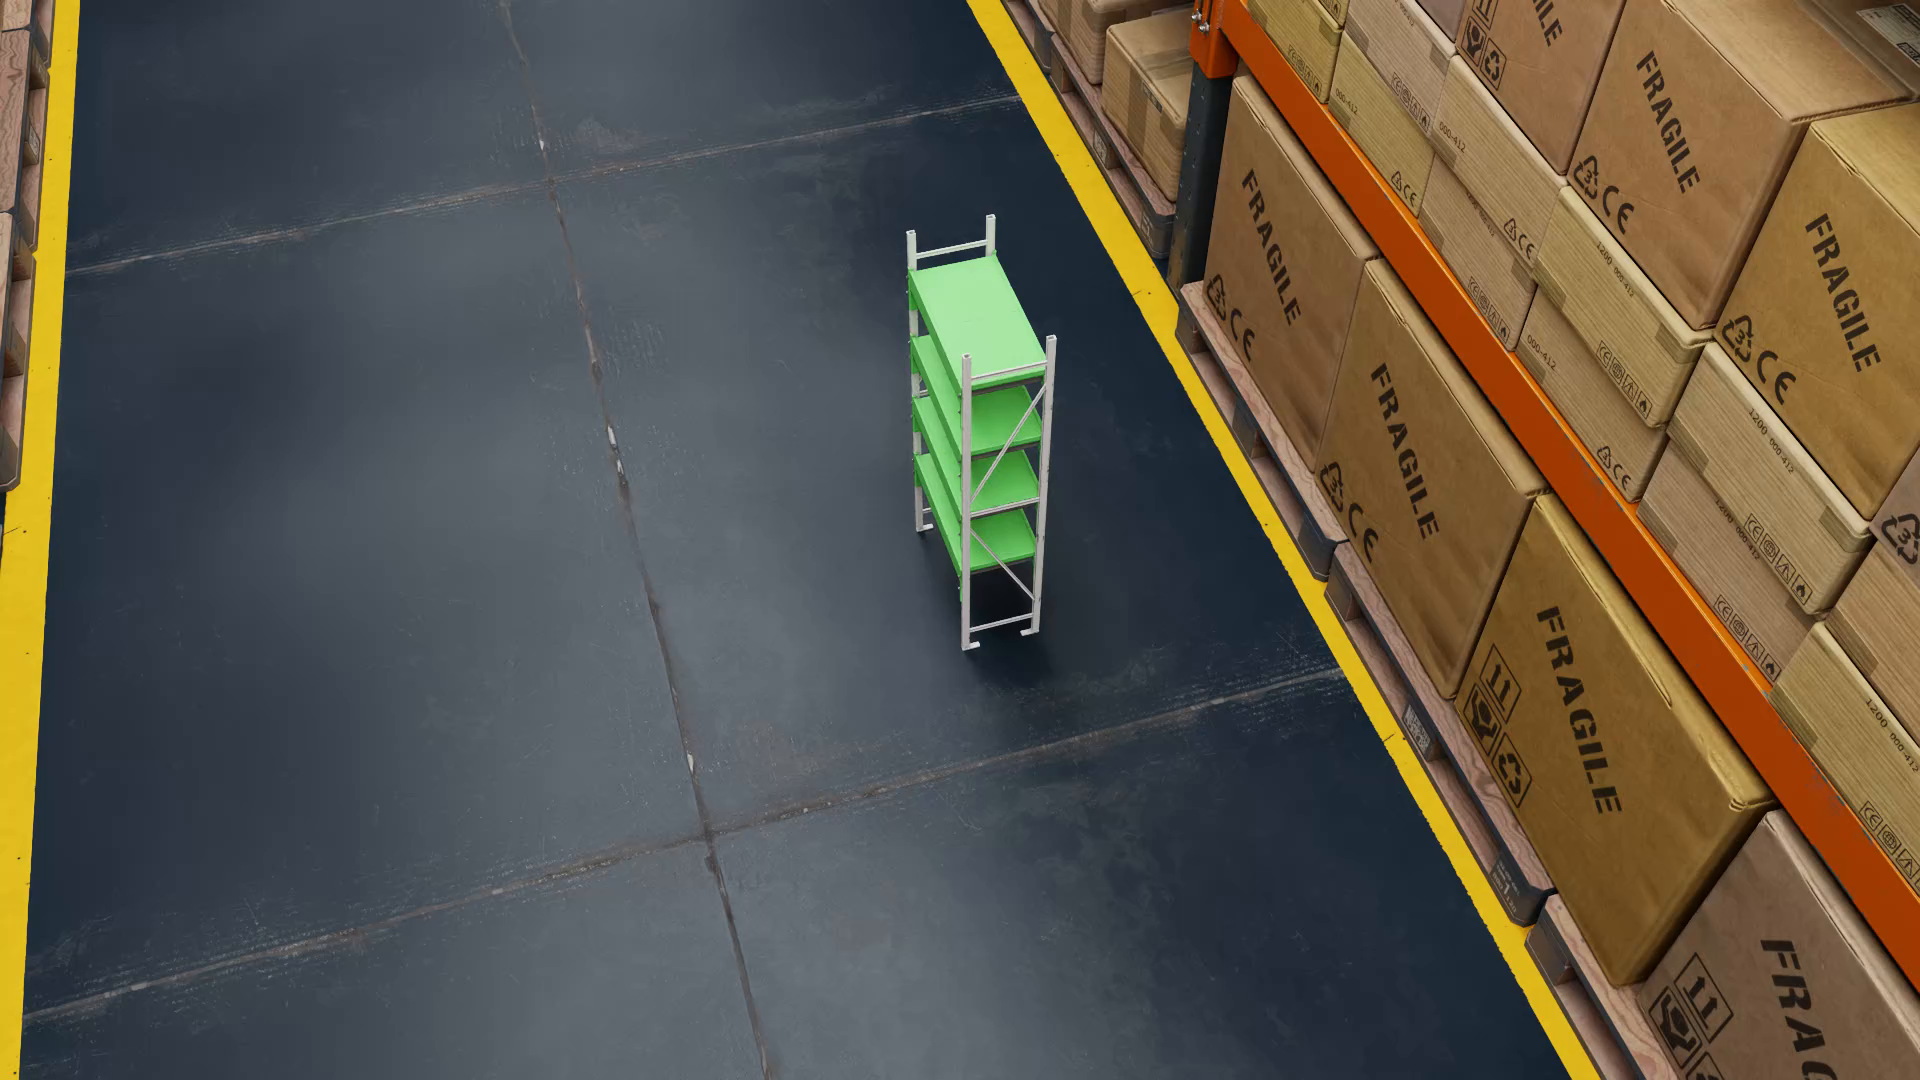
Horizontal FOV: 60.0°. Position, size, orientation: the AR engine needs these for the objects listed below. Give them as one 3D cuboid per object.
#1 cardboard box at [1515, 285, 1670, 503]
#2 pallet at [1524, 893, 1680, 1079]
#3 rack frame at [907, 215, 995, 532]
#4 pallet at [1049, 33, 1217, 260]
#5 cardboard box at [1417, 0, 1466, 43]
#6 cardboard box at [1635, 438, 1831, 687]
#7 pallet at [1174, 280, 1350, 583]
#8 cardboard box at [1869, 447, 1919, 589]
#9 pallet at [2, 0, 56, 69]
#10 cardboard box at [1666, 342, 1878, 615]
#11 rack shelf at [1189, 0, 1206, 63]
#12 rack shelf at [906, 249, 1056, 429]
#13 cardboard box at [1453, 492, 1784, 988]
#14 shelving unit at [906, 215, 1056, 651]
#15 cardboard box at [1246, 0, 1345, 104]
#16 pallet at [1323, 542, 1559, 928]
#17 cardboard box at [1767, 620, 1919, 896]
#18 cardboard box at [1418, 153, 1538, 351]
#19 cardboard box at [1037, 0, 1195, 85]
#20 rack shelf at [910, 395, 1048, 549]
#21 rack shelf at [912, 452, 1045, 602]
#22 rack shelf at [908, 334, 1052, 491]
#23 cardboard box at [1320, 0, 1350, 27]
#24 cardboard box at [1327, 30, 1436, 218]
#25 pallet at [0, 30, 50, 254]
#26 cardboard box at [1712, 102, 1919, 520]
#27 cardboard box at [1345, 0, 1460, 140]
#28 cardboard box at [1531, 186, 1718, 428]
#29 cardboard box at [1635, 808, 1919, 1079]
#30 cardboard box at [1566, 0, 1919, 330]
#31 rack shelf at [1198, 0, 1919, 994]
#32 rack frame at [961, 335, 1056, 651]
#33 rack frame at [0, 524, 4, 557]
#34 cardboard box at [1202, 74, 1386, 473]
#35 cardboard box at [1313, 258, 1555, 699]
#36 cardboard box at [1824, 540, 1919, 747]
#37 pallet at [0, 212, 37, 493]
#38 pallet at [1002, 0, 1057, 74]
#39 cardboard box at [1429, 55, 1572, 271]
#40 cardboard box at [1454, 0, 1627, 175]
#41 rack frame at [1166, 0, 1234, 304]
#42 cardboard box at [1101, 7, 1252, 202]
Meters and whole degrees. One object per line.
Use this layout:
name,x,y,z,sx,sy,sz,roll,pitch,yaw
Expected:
cardboard box,1.615,-0.395,3.719,0.500,0.250,0.500,-13,51,-11
pallet,2.126,1.301,4.015,1.003,0.211,1.213,-13,51,-11
rack frame,-0.023,-0.444,4.840,0.240,1.200,0.015,-13,51,-11
pallet,1.014,-1.645,6.498,1.003,0.211,1.213,-13,51,-11
cardboard box,1.312,-1.551,3.876,0.500,0.500,0.500,-13,51,-11
cardboard box,1.772,-0.018,3.402,0.500,0.250,0.500,-15,51,-12
pallet,1.405,-0.481,5.517,1.003,0.211,1.213,-13,51,-11
cardboard box,1.894,-0.051,2.612,0.500,0.500,0.500,-12,51,-10
pallet,-4.425,-2.341,7.085,1.003,0.211,1.213,-13,51,-11
cardboard box,1.750,-0.171,3.203,0.500,0.250,0.500,-12,51,-10
rack shelf,0.652,-3.201,6.457,1.077,0.370,4.000,-13,51,-11
rack shelf,0.049,-0.534,4.371,0.258,0.148,0.480,-13,51,-11
cardboard box,1.892,0.406,4.061,0.875,0.875,0.875,-12,51,-10
shelving unit,0.049,-0.266,4.689,0.258,1.200,0.503,-13,51,-11
cardboard box,1.148,-1.510,4.659,0.500,0.250,0.500,-14,51,-12
pallet,1.762,0.409,4.767,1.003,0.211,1.213,-13,51,-11
cardboard box,1.903,0.355,3.087,0.500,0.250,0.500,-14,51,-11
cardboard box,1.466,-0.754,4.022,0.500,0.250,0.500,-12,51,-10
cardboard box,0.860,-2.213,6.598,0.950,0.372,0.625,-14,51,-12
rack shelf,0.049,-0.225,4.738,0.258,0.148,0.480,-13,51,-11
rack shelf,0.049,-0.070,4.922,0.258,0.148,0.480,-13,51,-11
rack shelf,0.049,-0.379,4.555,0.258,0.148,0.480,-13,51,-11
cardboard box,1.157,-1.659,4.458,0.500,0.250,0.500,-14,51,-11
cardboard box,1.317,-1.139,4.346,0.500,0.250,0.500,-15,51,-12
pallet,-4.060,-1.448,6.333,1.003,0.211,1.213,-13,51,-11
cardboard box,1.763,-0.426,2.928,0.500,0.500,0.500,-12,51,-10
cardboard box,1.309,-1.281,4.140,0.500,0.250,0.500,-12,51,-10
cardboard box,1.582,-0.541,3.515,0.500,0.250,0.500,-13,51,-10
cardboard box,2.167,1.064,3.506,0.875,0.875,0.875,-12,51,-10
cardboard box,1.596,-0.801,3.244,0.500,0.500,0.500,-13,51,-10
rack shelf,1.835,-0.280,3.994,1.077,0.370,4.000,-13,51,-11
rack frame,0.121,-0.088,4.539,0.240,1.200,0.015,-13,51,-11
rack frame,-3.497,-0.847,4.002,1.000,3.000,0.127,-13,51,-11
cardboard box,1.368,-0.900,5.162,0.875,0.875,0.875,-14,51,-11
cardboard box,1.628,-0.247,4.612,0.875,0.875,0.875,-13,51,-11
cardboard box,1.909,0.206,2.886,0.500,0.250,0.500,-12,51,-10
pallet,-3.703,-0.559,5.583,1.003,0.211,1.213,-13,51,-11
pallet,0.657,-2.534,7.248,1.003,0.211,1.213,-13,51,-11
cardboard box,1.445,-0.915,3.830,0.500,0.250,0.500,-13,51,-11
cardboard box,1.450,-1.170,3.555,0.500,0.500,0.500,-12,51,-10
rack frame,1.243,-1.972,4.951,1.000,3.000,0.127,-13,51,-11
cardboard box,1.086,-1.676,6.145,0.950,0.372,0.625,-16,52,-13
